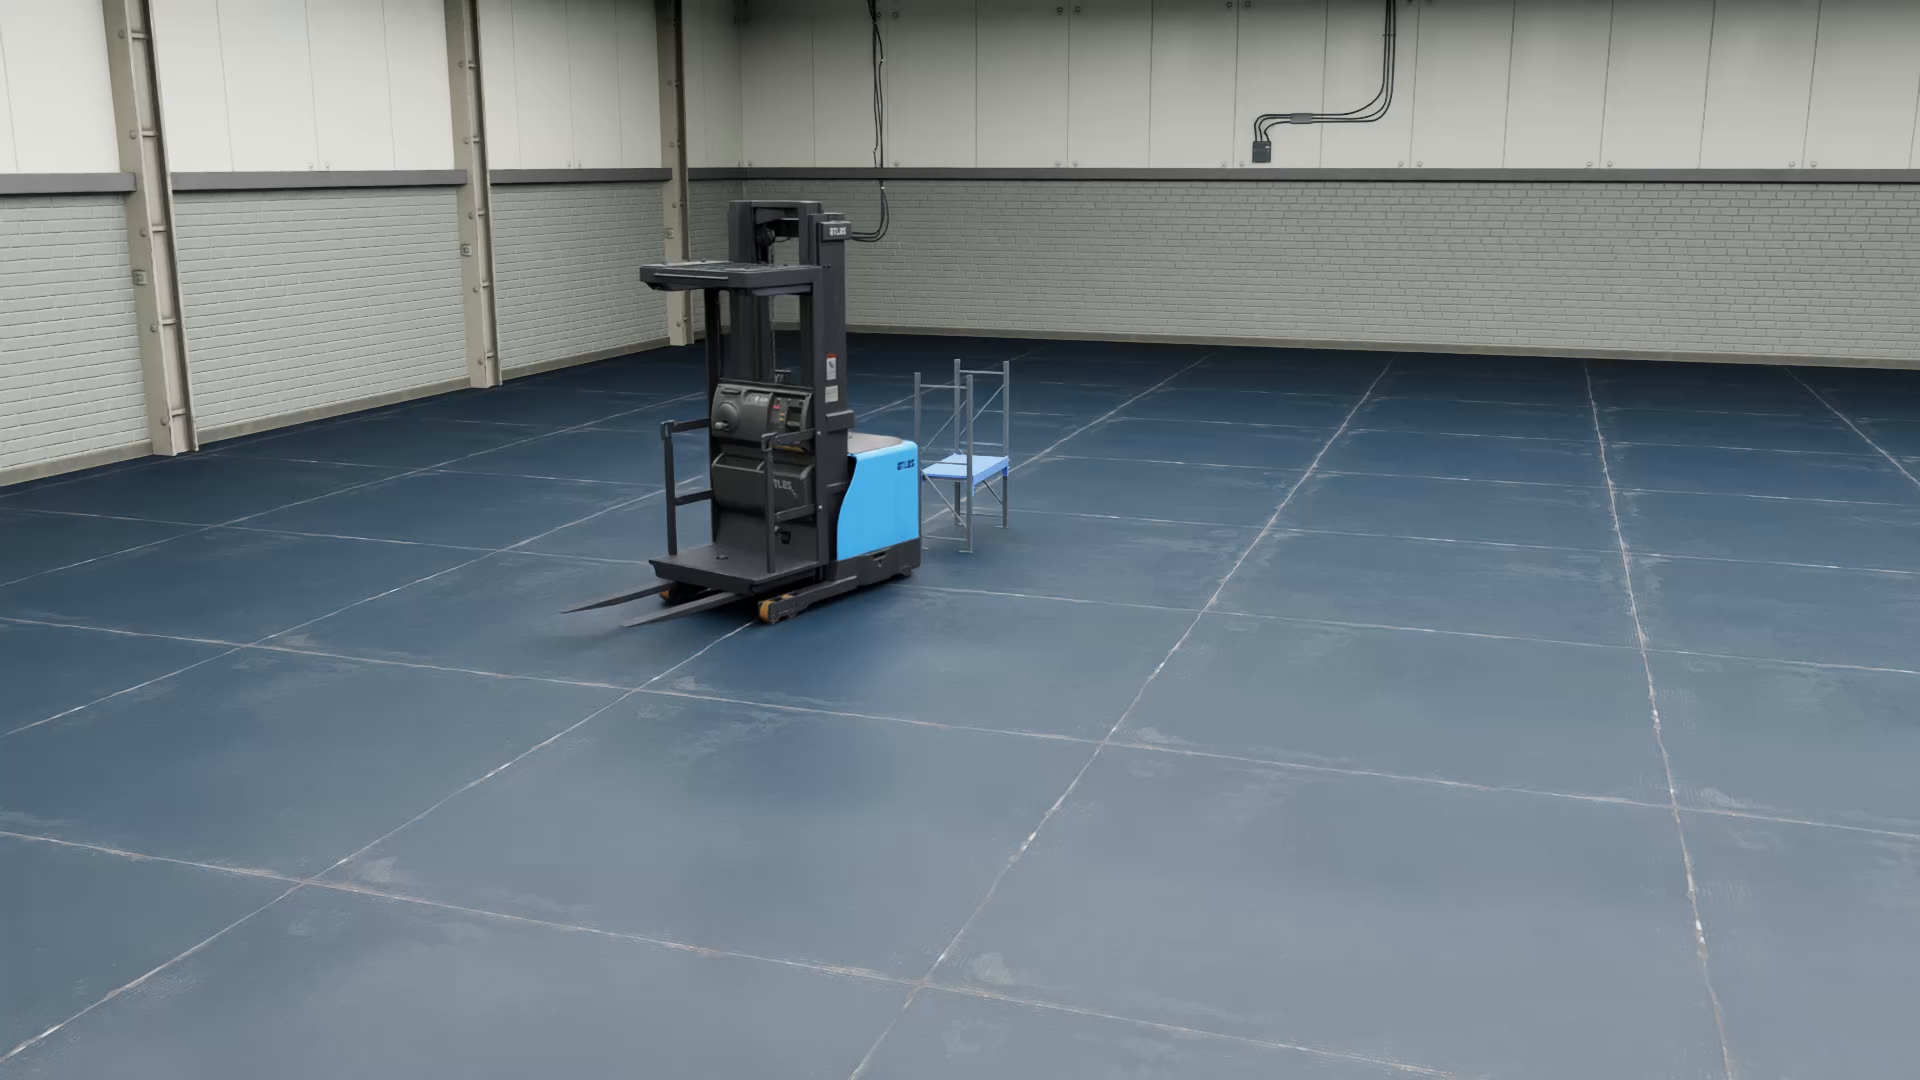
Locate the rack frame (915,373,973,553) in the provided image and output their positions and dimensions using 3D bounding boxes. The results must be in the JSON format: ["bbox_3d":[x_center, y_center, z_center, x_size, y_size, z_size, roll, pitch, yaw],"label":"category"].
[{"bbox_3d":[-0.137,-0.642,13.931,0.500,1.500,0.032,4,14,18],"label":"rack frame"}]

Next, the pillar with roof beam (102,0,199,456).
[{"bbox_3d":[-4.825,-5.074,16.496,9.100,9.000,0.400,4,14,18],"label":"pillar with roof beam"}]

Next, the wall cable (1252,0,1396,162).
[{"bbox_3d":[6.167,-9.407,27.836,2.305,6.003,0.169,4,14,18],"label":"wall cable"}]

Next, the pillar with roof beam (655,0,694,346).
[{"bbox_3d":[-0.942,-7.601,27.565,9.100,9.000,0.400,4,14,18],"label":"pillar with roof beam"}]

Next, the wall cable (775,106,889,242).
[{"bbox_3d":[-2.811,-6.922,31.570,3.097,2.526,0.112,4,14,18],"label":"wall cable"}]

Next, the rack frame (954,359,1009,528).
[{"bbox_3d":[0.192,-0.856,14.869,0.500,1.500,0.032,4,14,18],"label":"rack frame"}]

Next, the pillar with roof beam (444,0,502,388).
[{"bbox_3d":[-2.883,-6.337,22.031,9.100,9.000,0.400,4,14,18],"label":"pillar with roof beam"}]

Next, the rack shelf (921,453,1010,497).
[{"bbox_3d":[0.028,-0.574,14.440,0.538,0.185,1.000,4,14,18],"label":"rack shelf"}]

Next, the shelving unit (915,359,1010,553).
[{"bbox_3d":[0.028,-0.749,14.400,0.538,1.500,1.048,4,14,18],"label":"shelving unit"}]

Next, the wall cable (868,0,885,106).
[{"bbox_3d":[-0.251,-9.189,30.154,3.097,2.526,0.112,4,14,18],"label":"wall cable"}]

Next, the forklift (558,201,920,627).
[{"bbox_3d":[-1.589,-0.956,12.088,1.130,2.935,3.031,9,16,35],"label":"forklift"}]
